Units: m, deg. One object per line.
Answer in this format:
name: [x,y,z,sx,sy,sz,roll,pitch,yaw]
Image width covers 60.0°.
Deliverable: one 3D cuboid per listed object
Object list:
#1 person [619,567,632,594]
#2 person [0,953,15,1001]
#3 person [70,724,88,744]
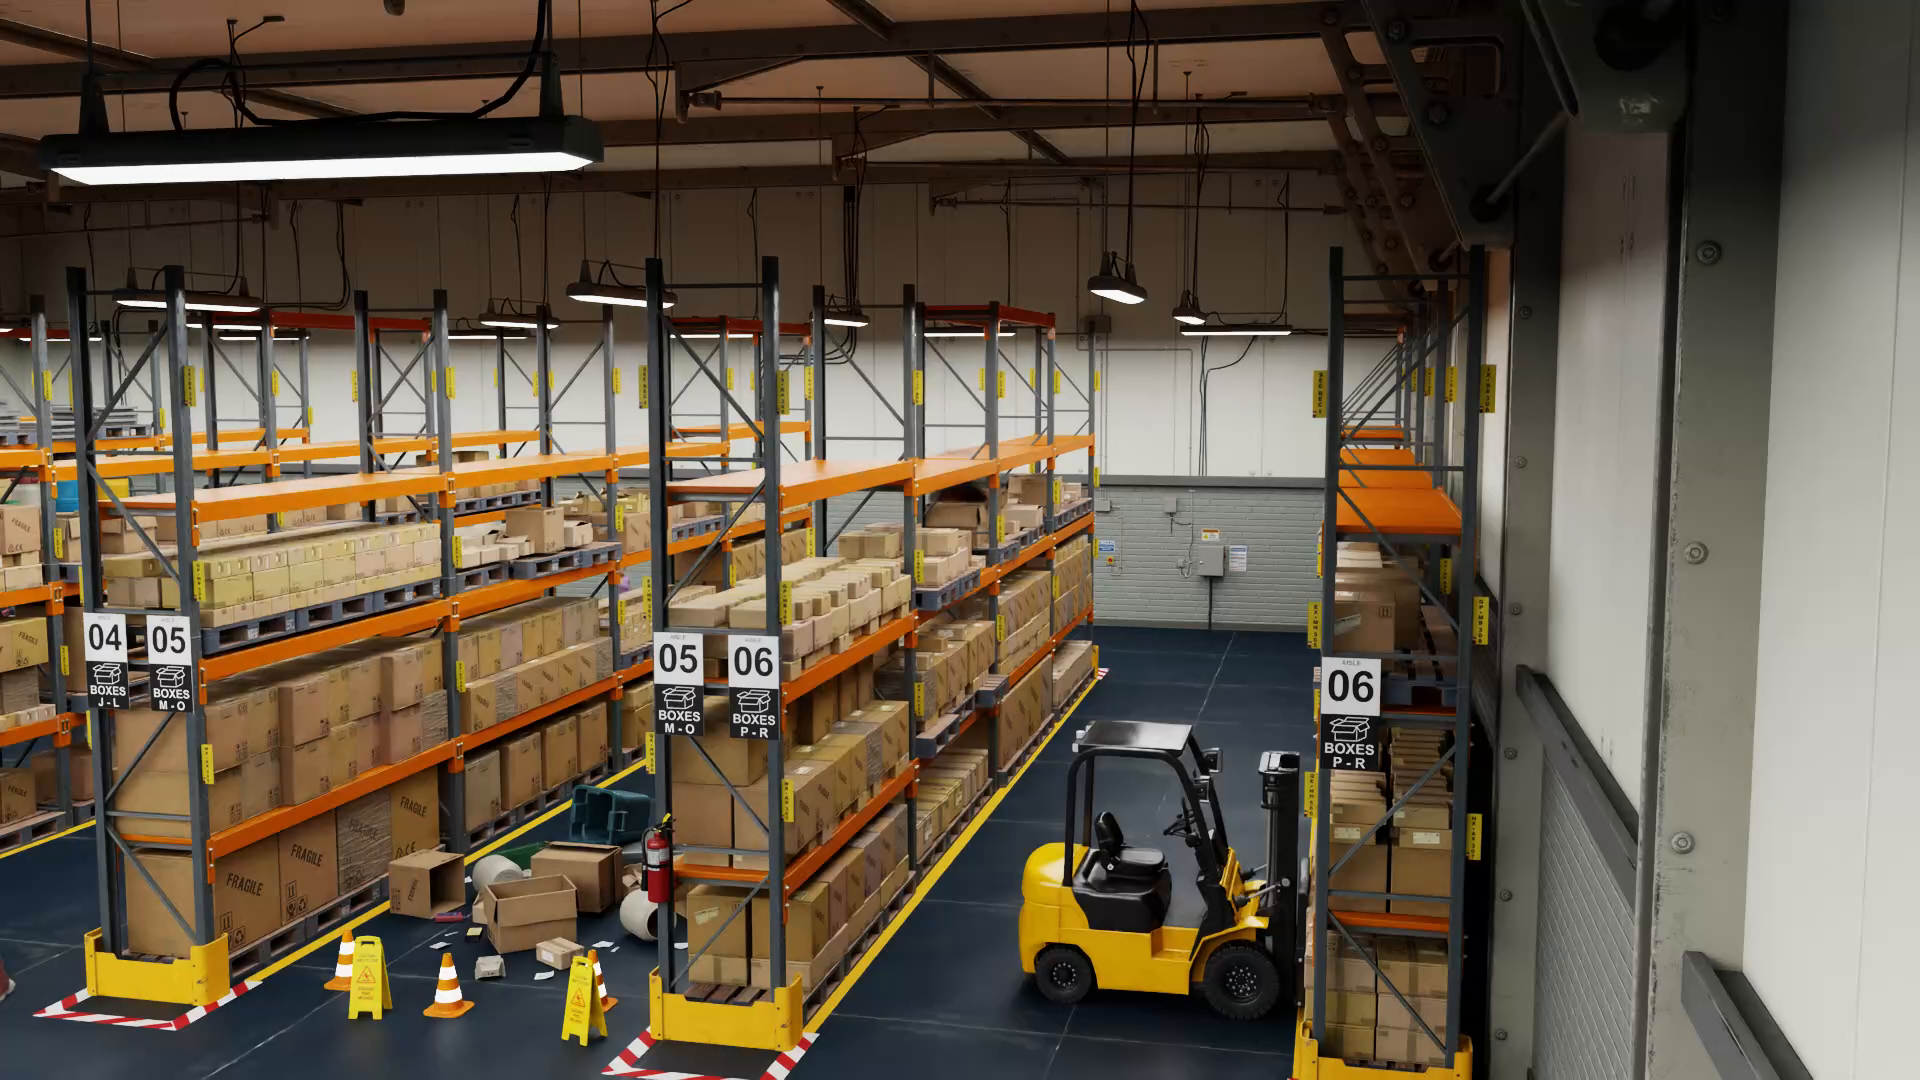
person: [-6.365,1.225,31.290,0.421,1.547,0.749,-1,6,-9]
person: [-8.063,3.006,13.356,0.414,1.629,1.030,1,6,9]
person: [-11.568,2.086,21.760,0.480,1.787,0.626,6,8,44]
